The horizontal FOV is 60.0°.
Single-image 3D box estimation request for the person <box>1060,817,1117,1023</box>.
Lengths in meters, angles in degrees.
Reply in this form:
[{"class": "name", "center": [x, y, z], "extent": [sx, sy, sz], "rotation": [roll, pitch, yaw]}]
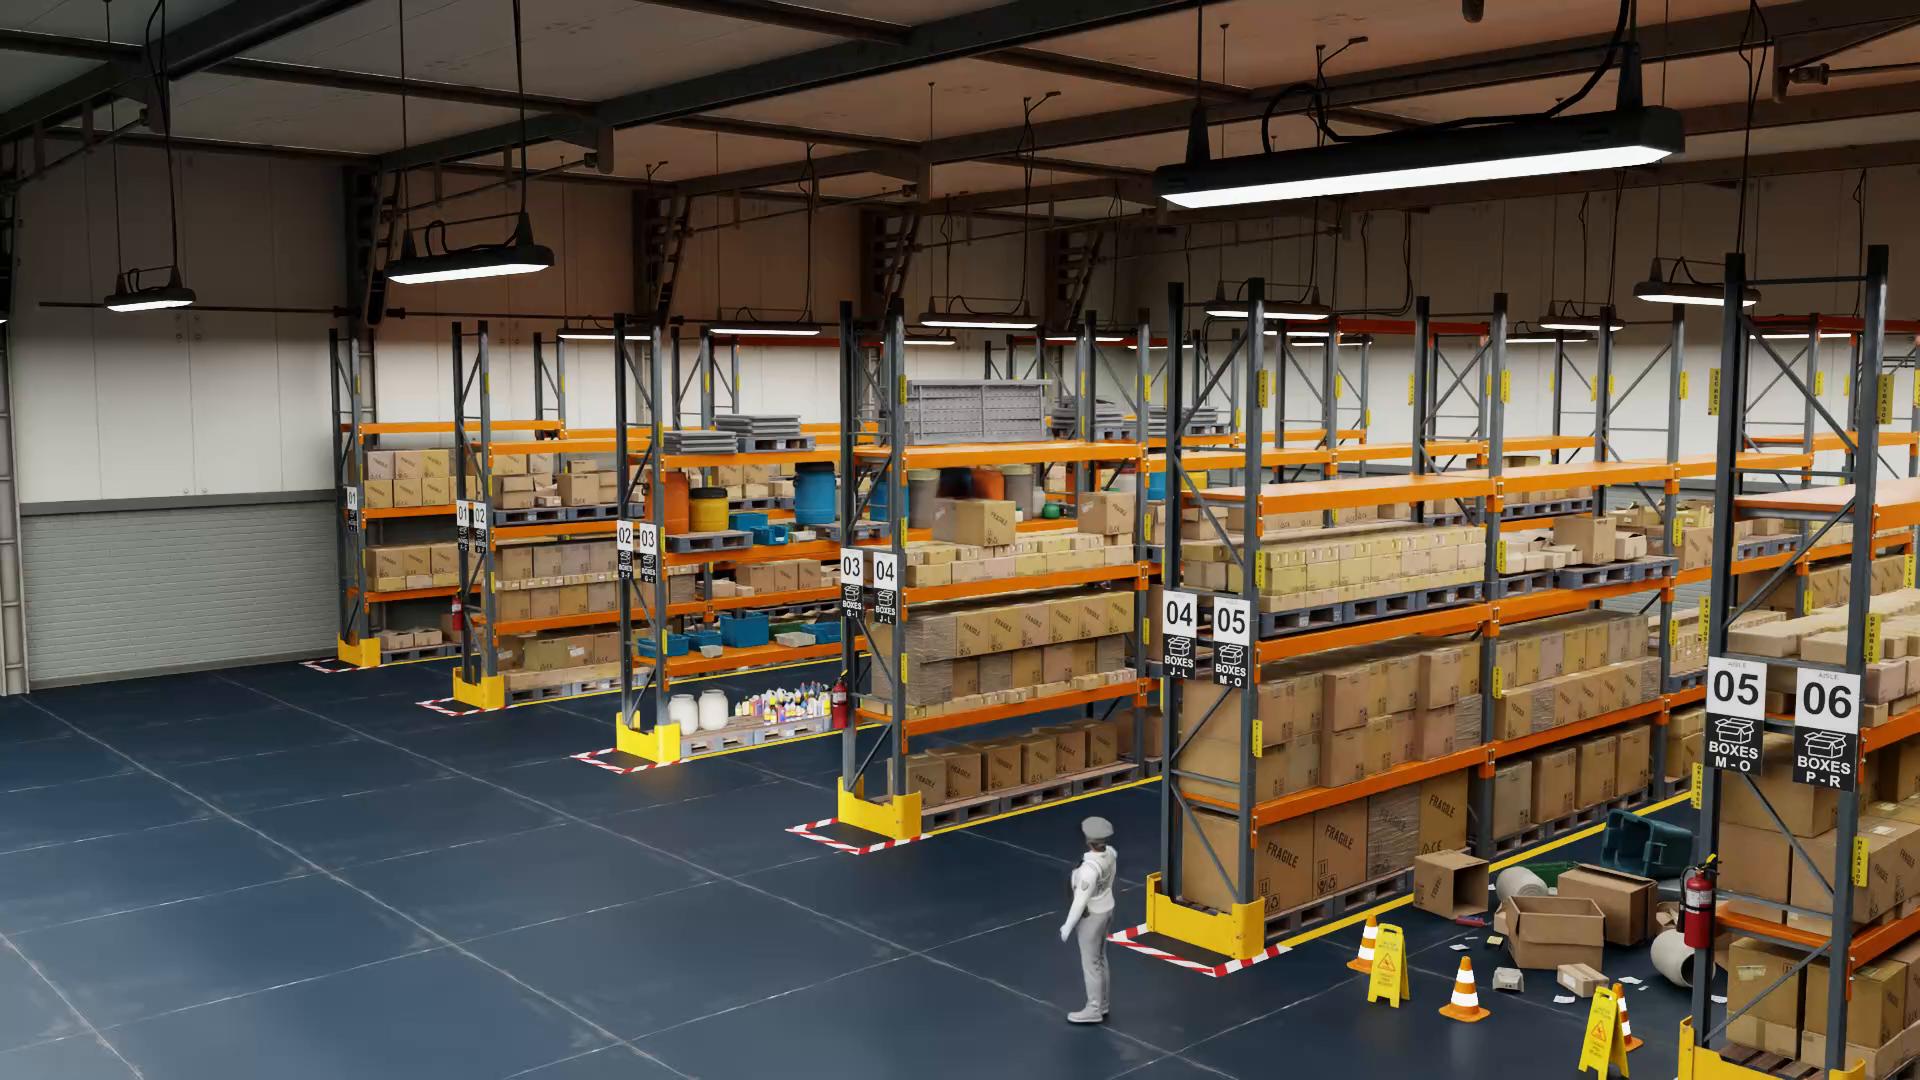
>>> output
[{"class": "person", "center": [1.070, 3.018, 13.342], "extent": [0.432, 1.679, 0.601], "rotation": [2, 6, 24]}]
